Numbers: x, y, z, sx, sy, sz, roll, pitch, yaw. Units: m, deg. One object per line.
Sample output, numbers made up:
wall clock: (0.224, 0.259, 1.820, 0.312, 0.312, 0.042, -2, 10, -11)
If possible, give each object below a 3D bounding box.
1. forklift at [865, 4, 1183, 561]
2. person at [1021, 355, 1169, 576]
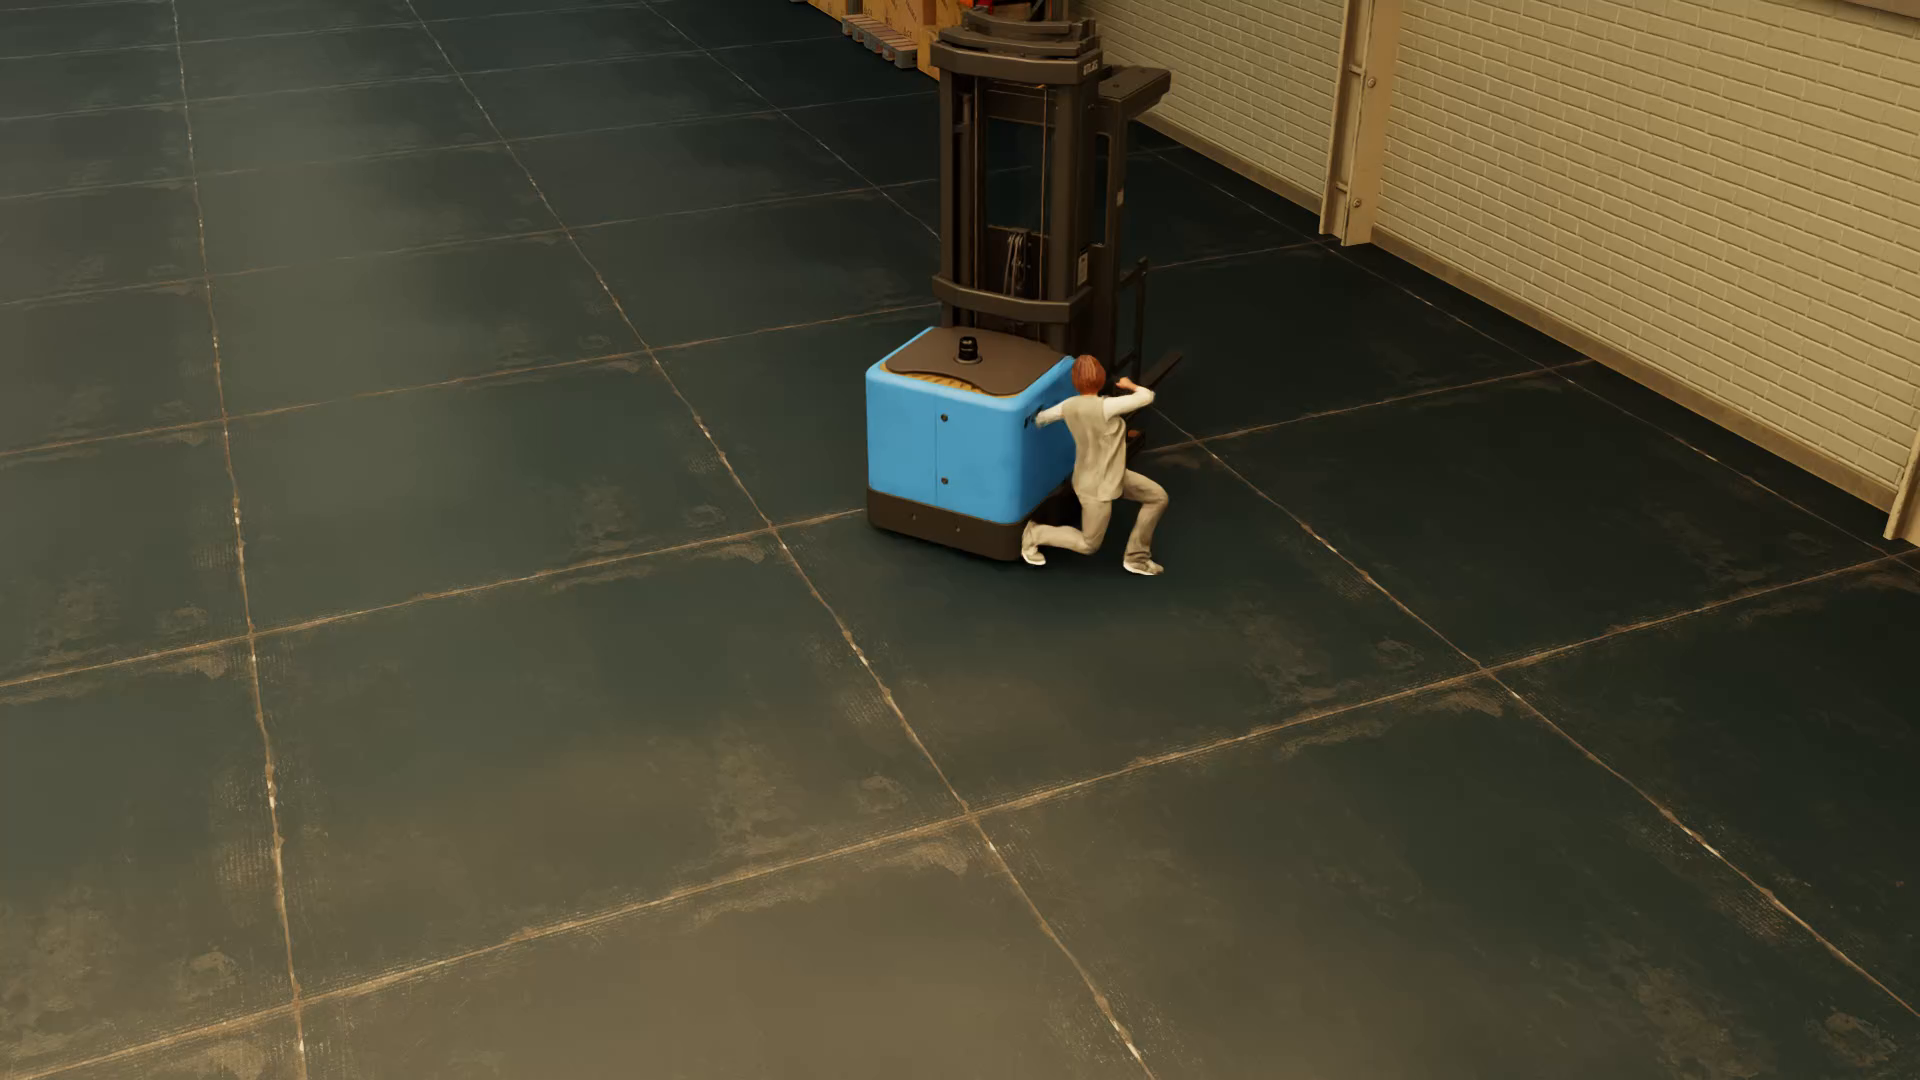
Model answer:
forklift: (0.584, -1.853, 10.361, 1.130, 2.935, 3.031, 15, 33, 25)
person: (0.743, -0.460, 9.561, 0.879, 1.355, 0.701, -3, 30, -4)
